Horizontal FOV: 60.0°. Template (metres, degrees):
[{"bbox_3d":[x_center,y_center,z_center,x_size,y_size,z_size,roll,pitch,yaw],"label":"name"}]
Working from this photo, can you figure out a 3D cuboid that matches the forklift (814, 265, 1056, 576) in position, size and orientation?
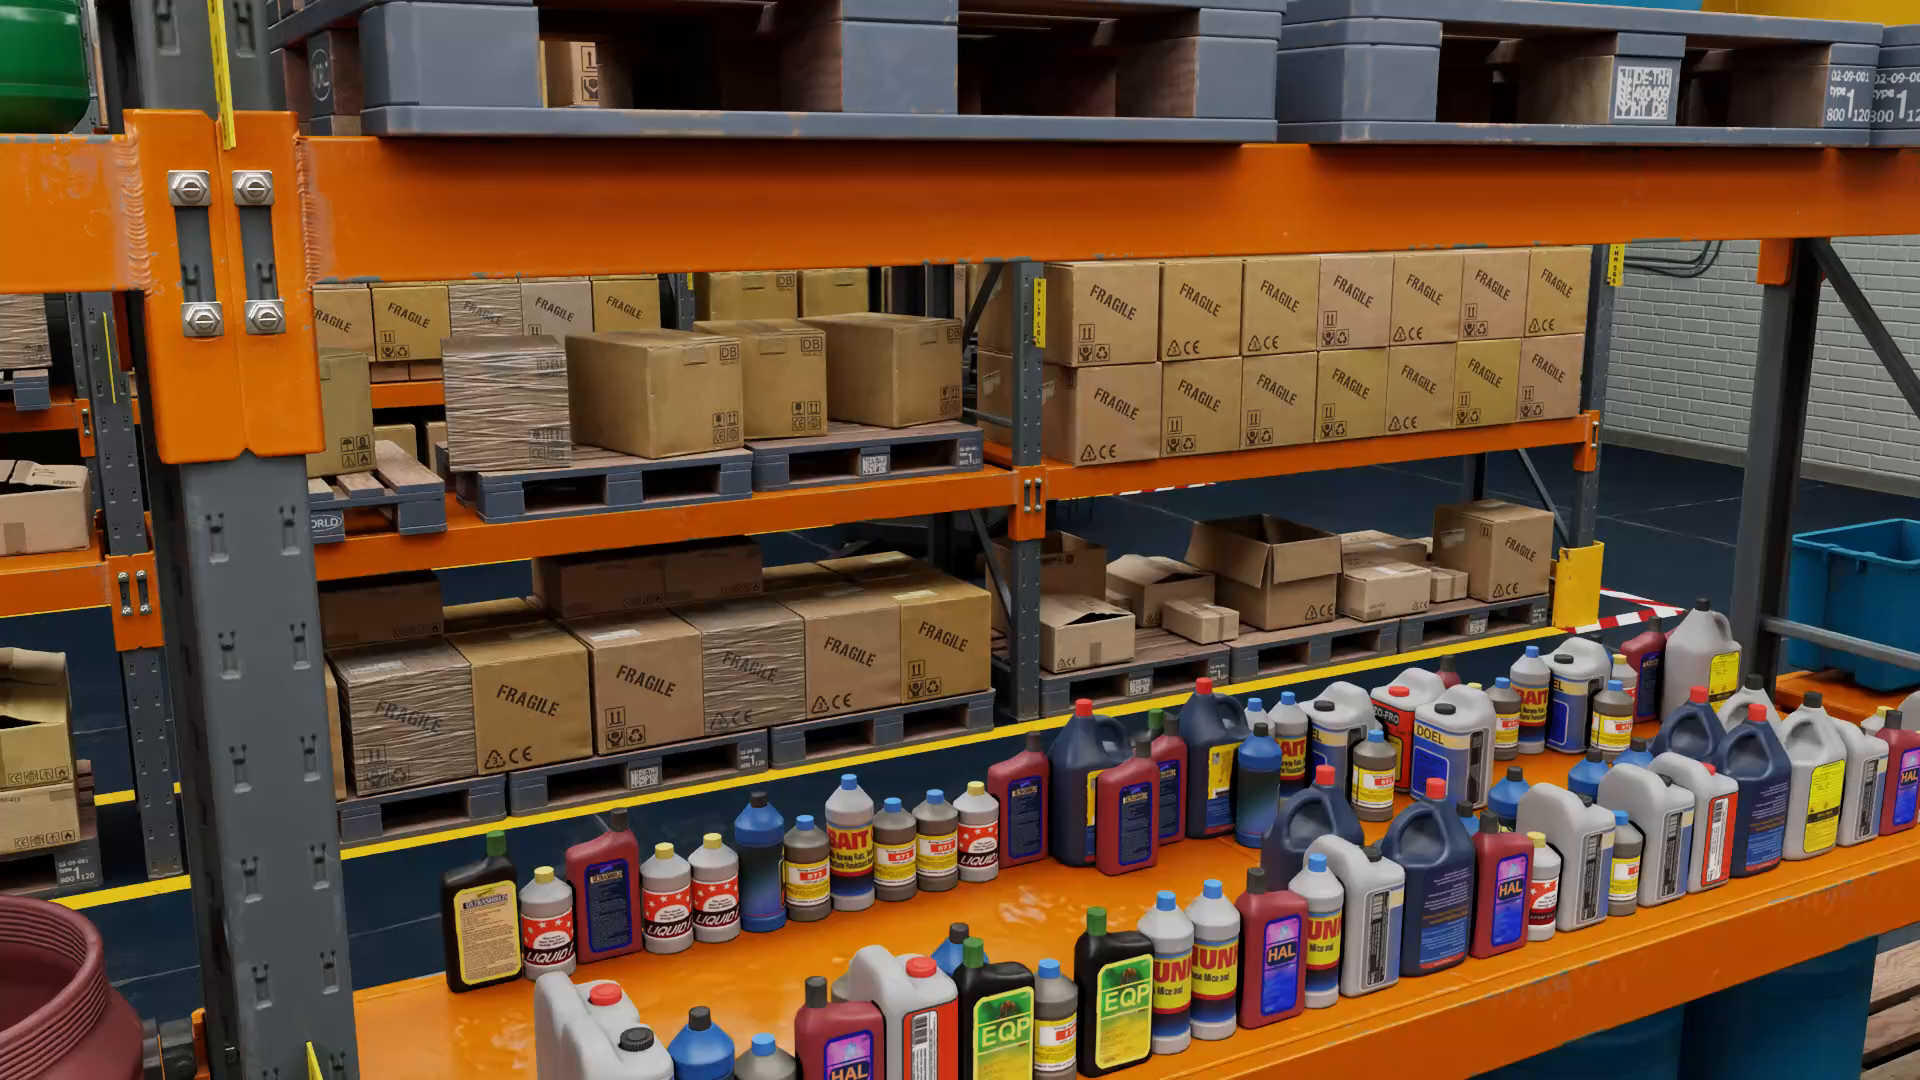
[{"bbox_3d":[-0.214,-1.276,11.606,1.130,2.935,3.031,4,13,19],"label":"forklift"}]

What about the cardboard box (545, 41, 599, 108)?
[{"bbox_3d":[-1.534,-2.218,7.391,0.600,0.600,0.600,-7,15,-30],"label":"cardboard box"}]

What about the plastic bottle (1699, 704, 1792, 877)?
[{"bbox_3d":[1.671,0.526,3.552,0.185,0.351,0.144,-7,14,-28],"label":"plastic bottle"}]

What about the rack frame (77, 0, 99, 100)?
[{"bbox_3d":[-3.398,-3.138,6.058,0.127,3.000,1.000,-7,14,-28],"label":"rack frame"}]

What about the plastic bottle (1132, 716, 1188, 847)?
[{"bbox_3d":[0.435,0.534,3.672,0.133,0.283,0.061,-7,14,-28],"label":"plastic bottle"}]

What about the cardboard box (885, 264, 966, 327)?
[{"bbox_3d":[-0.503,-1.941,13.719,0.700,0.700,0.980,-8,15,-31],"label":"cardboard box"}]

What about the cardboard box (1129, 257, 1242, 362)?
[{"bbox_3d":[1.114,-1.219,8.687,0.500,0.500,0.500,-7,15,-30],"label":"cardboard box"}]

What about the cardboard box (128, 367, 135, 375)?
[{"bbox_3d":[-5.226,-1.371,10.919,0.500,0.500,0.500,-6,14,-26],"label":"cardboard box"}]

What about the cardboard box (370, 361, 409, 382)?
[{"bbox_3d":[-4.034,-1.206,11.664,0.250,0.149,0.380,-7,14,-28],"label":"cardboard box"}]

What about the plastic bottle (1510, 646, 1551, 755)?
[{"bbox_3d":[1.458,0.406,4.265,0.097,0.271,0.097,0,13,0],"label":"plastic bottle"}]

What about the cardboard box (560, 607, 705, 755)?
[{"bbox_3d":[-1.506,0.637,7.639,0.500,0.500,0.500,-7,15,-30],"label":"cardboard box"}]

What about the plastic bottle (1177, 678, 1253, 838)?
[{"bbox_3d":[0.565,0.480,3.755,0.185,0.351,0.144,-7,14,-28],"label":"plastic bottle"}]

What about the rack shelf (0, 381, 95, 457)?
[{"bbox_3d":[-7.530,-0.604,10.101,4.000,0.370,1.077,-7,14,-28],"label":"rack shelf"}]

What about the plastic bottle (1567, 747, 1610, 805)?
[{"bbox_3d":[1.335,0.573,3.525,0.097,0.271,0.097,0,13,0],"label":"plastic bottle"}]

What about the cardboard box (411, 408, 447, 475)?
[{"bbox_3d":[-3.551,-0.555,12.184,0.750,0.750,0.750,-6,14,-26],"label":"cardboard box"}]

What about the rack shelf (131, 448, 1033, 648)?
[{"bbox_3d":[-1.642,-0.071,7.731,4.000,0.370,1.077,-7,14,-28],"label":"rack shelf"}]

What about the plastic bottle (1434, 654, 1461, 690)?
[{"bbox_3d":[1.177,0.429,4.135,0.133,0.283,0.061,-7,14,-28],"label":"plastic bottle"}]

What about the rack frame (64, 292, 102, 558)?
[{"bbox_3d":[-5.775,-1.166,10.957,0.127,3.000,1.000,-7,14,-28],"label":"rack frame"}]

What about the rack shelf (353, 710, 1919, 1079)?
[{"bbox_3d":[0.728,0.884,3.487,4.000,0.370,1.077,-7,14,-28],"label":"rack shelf"}]

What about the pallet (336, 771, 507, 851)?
[{"bbox_3d":[-2.724,1.078,7.340,1.213,0.211,1.003,-7,14,-28],"label":"pallet"}]

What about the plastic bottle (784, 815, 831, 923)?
[{"bbox_3d":[-0.308,0.652,3.332,0.097,0.201,0.097,0,13,0],"label":"plastic bottle"}]

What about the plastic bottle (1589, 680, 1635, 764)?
[{"bbox_3d":[1.649,0.455,4.206,0.097,0.201,0.097,0,13,0],"label":"plastic bottle"}]

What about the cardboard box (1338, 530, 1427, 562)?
[{"bbox_3d":[2.572,0.129,10.465,0.500,0.250,0.500,-7,14,-28],"label":"cardboard box"}]

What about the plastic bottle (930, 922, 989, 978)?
[{"bbox_3d":[-0.001,0.756,2.712,0.097,0.271,0.097,0,13,0],"label":"plastic bottle"}]

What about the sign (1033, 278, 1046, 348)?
[{"bbox_3d":[0.382,-1.091,7.986,0.005,0.325,0.100,-7,14,-28],"label":"sign"}]

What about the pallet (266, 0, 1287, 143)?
[{"bbox_3d":[-0.310,-0.689,2.439,1.213,0.211,1.003,-7,14,-28],"label":"pallet"}]

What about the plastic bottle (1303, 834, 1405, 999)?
[{"bbox_3d":[0.724,0.675,3.061,0.135,0.276,0.152,-7,14,-28],"label":"plastic bottle"}]

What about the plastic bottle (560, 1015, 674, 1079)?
[{"bbox_3d":[-0.493,0.821,2.413,0.135,0.276,0.152,-7,14,-28],"label":"plastic bottle"}]

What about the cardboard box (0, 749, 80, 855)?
[{"bbox_3d":[-3.743,1.027,6.518,0.500,0.250,0.500,-6,14,-27],"label":"cardboard box"}]

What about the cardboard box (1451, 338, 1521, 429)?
[{"bbox_3d":[2.908,-0.947,9.758,0.500,0.500,0.500,-7,14,-27],"label":"cardboard box"}]

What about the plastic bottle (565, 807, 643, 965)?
[{"bbox_3d":[-0.675,0.651,3.149,0.133,0.283,0.061,-7,14,-28],"label":"plastic bottle"}]

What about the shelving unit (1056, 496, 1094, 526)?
[{"bbox_3d":[0.944,-0.715,13.015,0.258,1.200,0.189,-8,25,-33],"label":"shelving unit"}]

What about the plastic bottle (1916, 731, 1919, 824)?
[{"bbox_3d":[2.203,0.541,3.826,0.097,0.201,0.097,0,13,0],"label":"plastic bottle"}]

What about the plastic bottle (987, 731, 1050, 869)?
[{"bbox_3d":[0.126,0.555,3.575,0.133,0.283,0.061,-7,14,-28],"label":"plastic bottle"}]

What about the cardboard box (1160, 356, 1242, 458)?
[{"bbox_3d":[1.139,-0.737,8.823,0.500,0.500,0.500,-7,14,-27],"label":"cardboard box"}]

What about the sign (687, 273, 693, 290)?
[{"bbox_3d":[-1.995,-2.009,12.248,0.005,0.325,0.100,-7,14,-28],"label":"sign"}]

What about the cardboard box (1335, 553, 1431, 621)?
[{"bbox_3d":[2.417,0.273,9.827,0.500,0.250,0.500,-7,14,-28],"label":"cardboard box"}]

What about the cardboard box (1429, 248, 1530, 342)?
[{"bbox_3d":[2.922,-1.437,9.655,0.500,0.500,0.500,-6,14,-26],"label":"cardboard box"}]

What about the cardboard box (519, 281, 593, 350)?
[{"bbox_3d":[-2.991,-1.637,12.102,0.500,0.500,0.500,-7,14,-27],"label":"cardboard box"}]

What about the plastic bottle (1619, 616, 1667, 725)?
[{"bbox_3d":[1.840,0.350,4.488,0.133,0.283,0.061,-7,14,-28],"label":"plastic bottle"}]

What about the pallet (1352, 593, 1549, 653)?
[{"bbox_3d":[2.858,0.400,10.354,1.213,0.211,1.003,-7,14,-28],"label":"pallet"}]

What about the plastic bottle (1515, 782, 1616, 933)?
[{"bbox_3d":[1.207,0.617,3.318,0.135,0.276,0.152,-7,14,-28],"label":"plastic bottle"}]

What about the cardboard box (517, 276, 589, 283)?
[{"bbox_3d":[-3.005,-2.006,12.030,0.500,0.250,0.500,-6,14,-27],"label":"cardboard box"}]

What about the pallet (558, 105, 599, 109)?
[{"bbox_3d":[-1.402,-1.839,7.546,1.003,0.211,1.213,-7,14,-28],"label":"pallet"}]

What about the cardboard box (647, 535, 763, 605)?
[{"bbox_3d":[-1.306,0.116,8.246,0.500,0.250,0.500,-7,14,-28],"label":"cardboard box"}]

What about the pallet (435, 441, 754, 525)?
[{"bbox_3d":[-1.693,-0.323,7.651,1.213,0.211,1.003,-7,14,-28],"label":"pallet"}]

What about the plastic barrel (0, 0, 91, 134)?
[{"bbox_3d":[-1.220,-0.608,2.002,0.294,0.245,0.294,0,13,0],"label":"plastic barrel"}]

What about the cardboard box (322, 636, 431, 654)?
[{"bbox_3d":[-2.689,0.650,7.581,0.500,0.500,0.500,-6,14,-26],"label":"cardboard box"}]

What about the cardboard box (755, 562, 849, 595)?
[{"bbox_3d":[-0.891,0.435,8.536,0.500,0.500,0.500,-7,14,-27],"label":"cardboard box"}]

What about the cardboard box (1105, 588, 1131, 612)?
[{"bbox_3d":[0.778,0.378,9.587,0.250,0.149,0.380,-7,14,-28],"label":"cardboard box"}]

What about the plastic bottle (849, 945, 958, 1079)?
[{"bbox_3d":[-0.087,0.772,2.629,0.135,0.276,0.152,-7,14,-28],"label":"plastic bottle"}]

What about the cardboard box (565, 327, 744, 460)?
[{"bbox_3d":[-1.408,-0.688,7.651,0.500,0.500,0.700,-12,17,-42],"label":"cardboard box"}]

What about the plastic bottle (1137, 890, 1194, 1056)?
[{"bbox_3d":[0.348,0.729,2.830,0.097,0.271,0.097,0,13,0],"label":"plastic bottle"}]

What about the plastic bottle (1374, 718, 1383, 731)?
[{"bbox_3d":[0.967,0.499,4.011,0.097,0.201,0.097,0,13,0],"label":"plastic bottle"}]
